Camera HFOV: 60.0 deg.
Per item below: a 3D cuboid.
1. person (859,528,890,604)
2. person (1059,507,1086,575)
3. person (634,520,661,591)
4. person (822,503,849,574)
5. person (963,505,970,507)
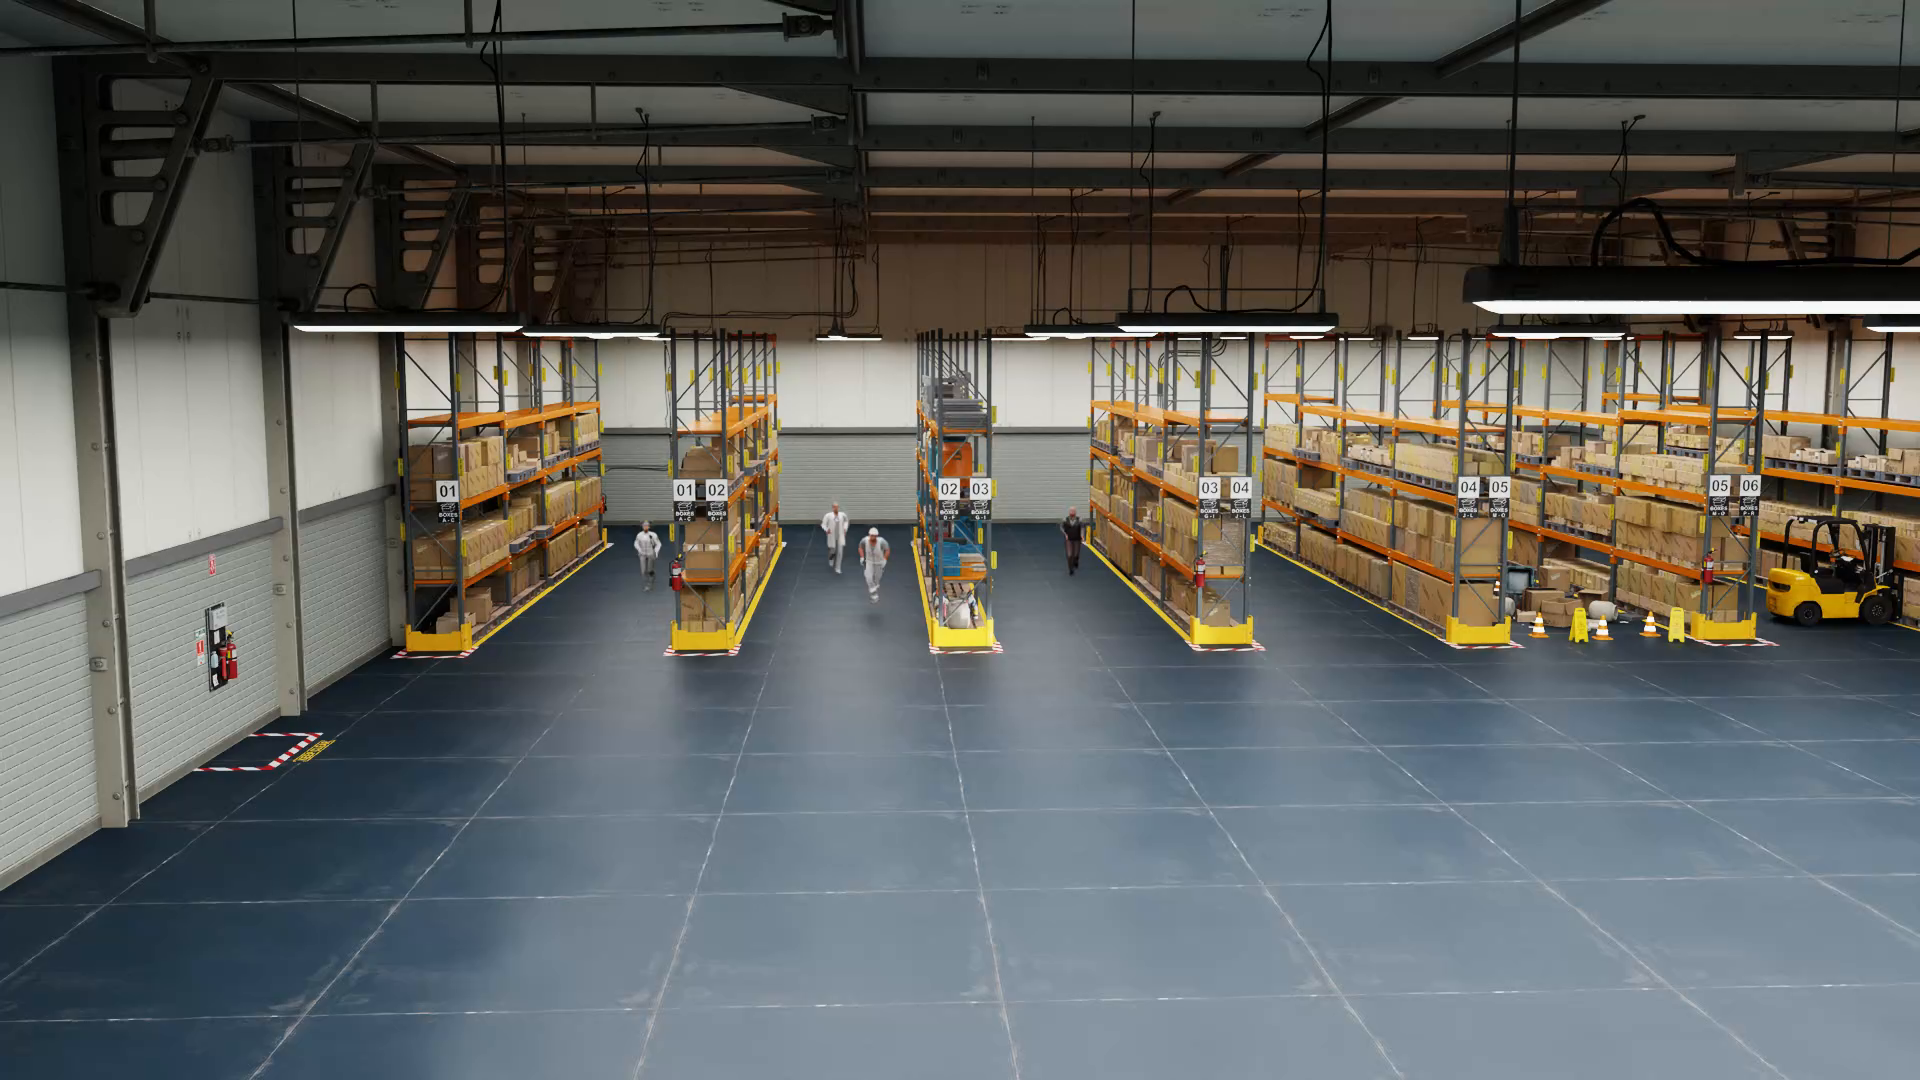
[{"bbox_3d":[-1.802,0.516,35.114,0.662,1.636,1.023,0,7,0],"label":"person"},{"bbox_3d":[2.804,0.018,41.455,0.661,1.682,0.585,0,7,4],"label":"person"},{"bbox_3d":[-7.289,0.353,38.728,0.616,1.659,0.531,0,7,0],"label":"person"},{"bbox_3d":[-3.117,-0.063,41.782,0.712,1.764,0.918,-2,7,-14],"label":"person"},{"bbox_3d":[0.214,-1.039,50.231,0.778,1.802,0.631,1,7,6],"label":"person"}]
